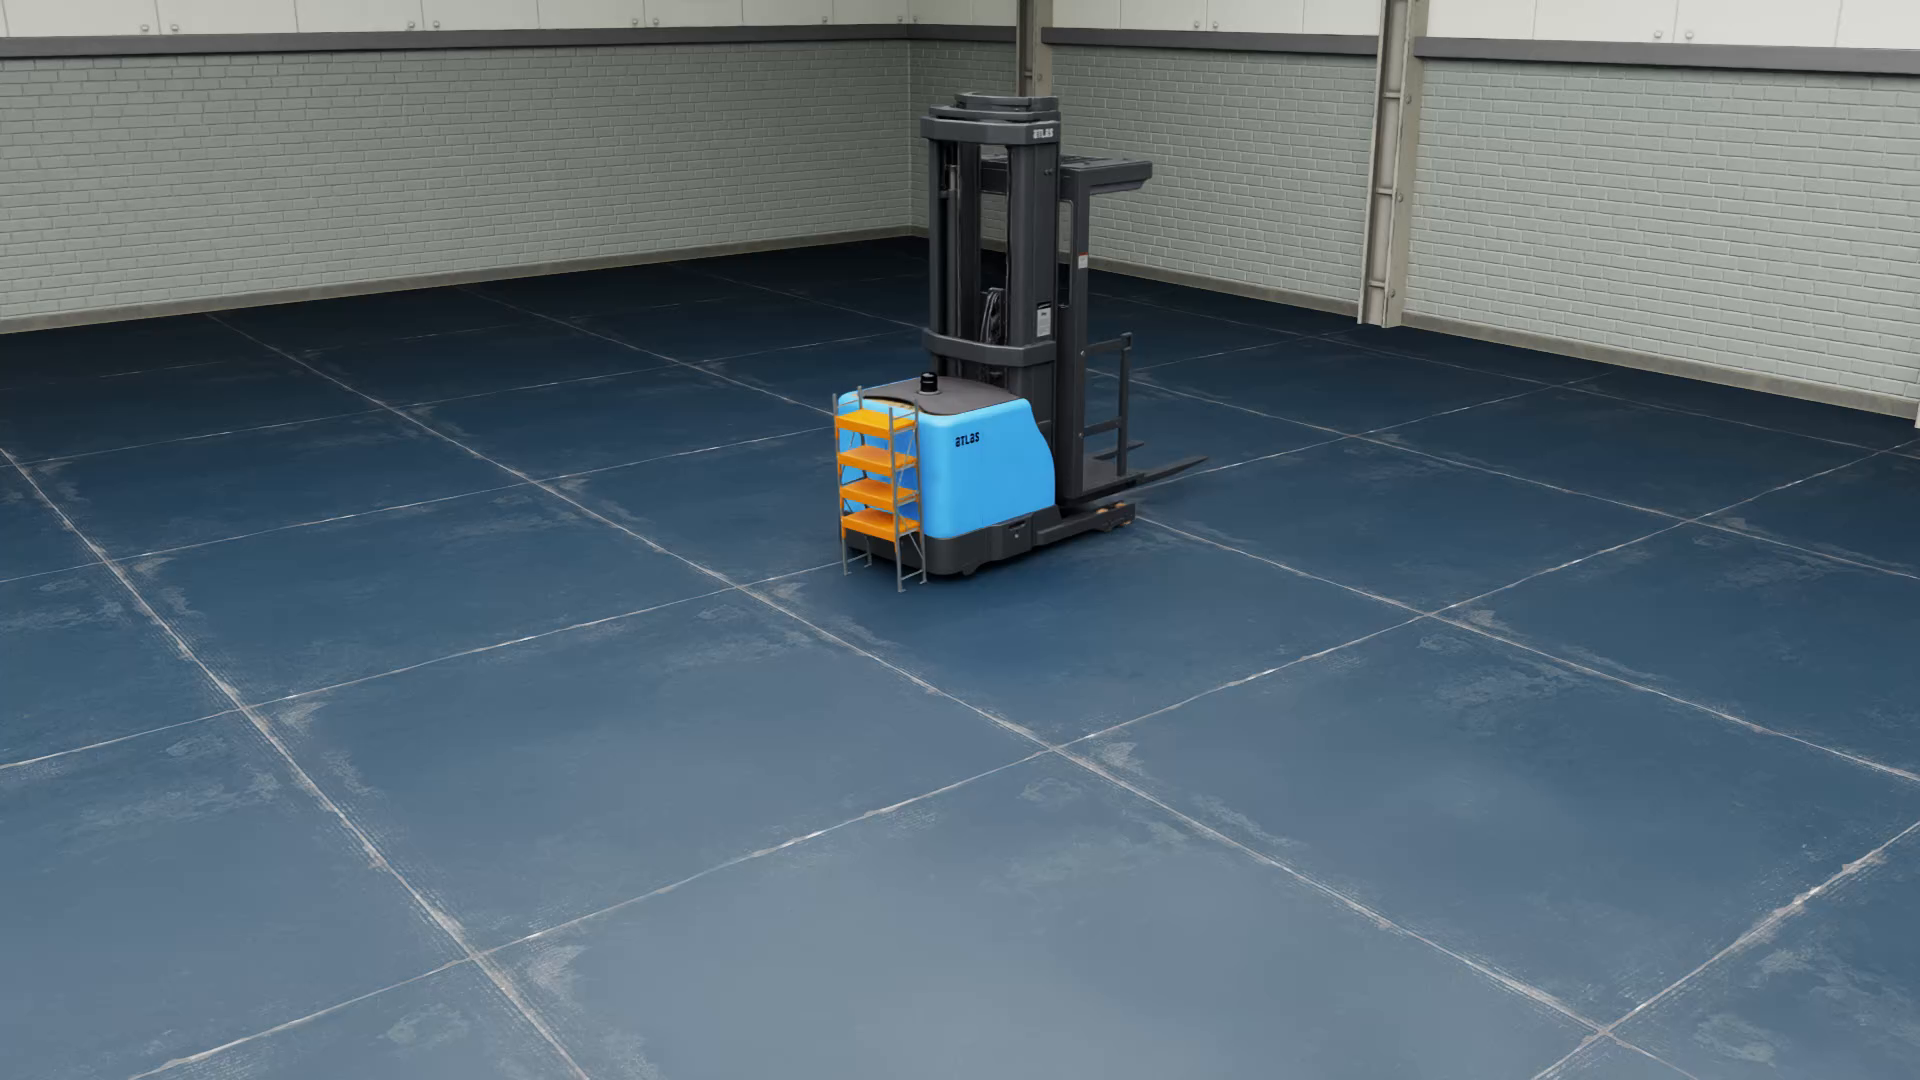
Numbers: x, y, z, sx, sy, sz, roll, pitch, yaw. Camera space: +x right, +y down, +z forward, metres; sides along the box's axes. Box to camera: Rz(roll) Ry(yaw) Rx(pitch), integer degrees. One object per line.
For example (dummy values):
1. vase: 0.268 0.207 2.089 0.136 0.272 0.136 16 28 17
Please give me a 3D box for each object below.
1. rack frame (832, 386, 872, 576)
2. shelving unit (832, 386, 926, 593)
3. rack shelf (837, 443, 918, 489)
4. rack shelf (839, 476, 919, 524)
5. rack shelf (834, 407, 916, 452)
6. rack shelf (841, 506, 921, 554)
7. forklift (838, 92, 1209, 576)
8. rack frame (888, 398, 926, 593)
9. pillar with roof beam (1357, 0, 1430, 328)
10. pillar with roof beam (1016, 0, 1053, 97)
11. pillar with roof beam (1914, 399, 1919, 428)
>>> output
1. rack frame: -0.680 -0.369 10.546 0.015 1.200 0.240 16 27 40
2. shelving unit: -0.500 -0.317 10.389 0.503 1.200 0.258 16 27 40
3. rack shelf: -0.506 -0.463 10.335 0.480 0.148 0.258 16 27 40
4. rack shelf: -0.498 -0.254 10.413 0.480 0.148 0.258 16 27 40
5. rack shelf: -0.515 -0.685 10.252 0.480 0.148 0.258 16 27 40
6. rack shelf: -0.491 -0.068 10.483 0.480 0.148 0.258 16 27 40
7. forklift: 0.584 -1.544 11.363 1.130 2.935 3.031 17 25 42
8. rack frame: -0.320 -0.265 10.233 0.015 1.200 0.240 16 27 40
9. pillar with roof beam: 1.344 -5.862 14.749 9.100 9.000 0.400 -14 23 -36
10. pillar with roof beam: -2.381 -7.340 19.214 9.100 9.000 0.400 -14 23 -36
11. pillar with roof beam: 5.070 -4.383 10.284 9.100 9.000 0.400 -14 23 -36
